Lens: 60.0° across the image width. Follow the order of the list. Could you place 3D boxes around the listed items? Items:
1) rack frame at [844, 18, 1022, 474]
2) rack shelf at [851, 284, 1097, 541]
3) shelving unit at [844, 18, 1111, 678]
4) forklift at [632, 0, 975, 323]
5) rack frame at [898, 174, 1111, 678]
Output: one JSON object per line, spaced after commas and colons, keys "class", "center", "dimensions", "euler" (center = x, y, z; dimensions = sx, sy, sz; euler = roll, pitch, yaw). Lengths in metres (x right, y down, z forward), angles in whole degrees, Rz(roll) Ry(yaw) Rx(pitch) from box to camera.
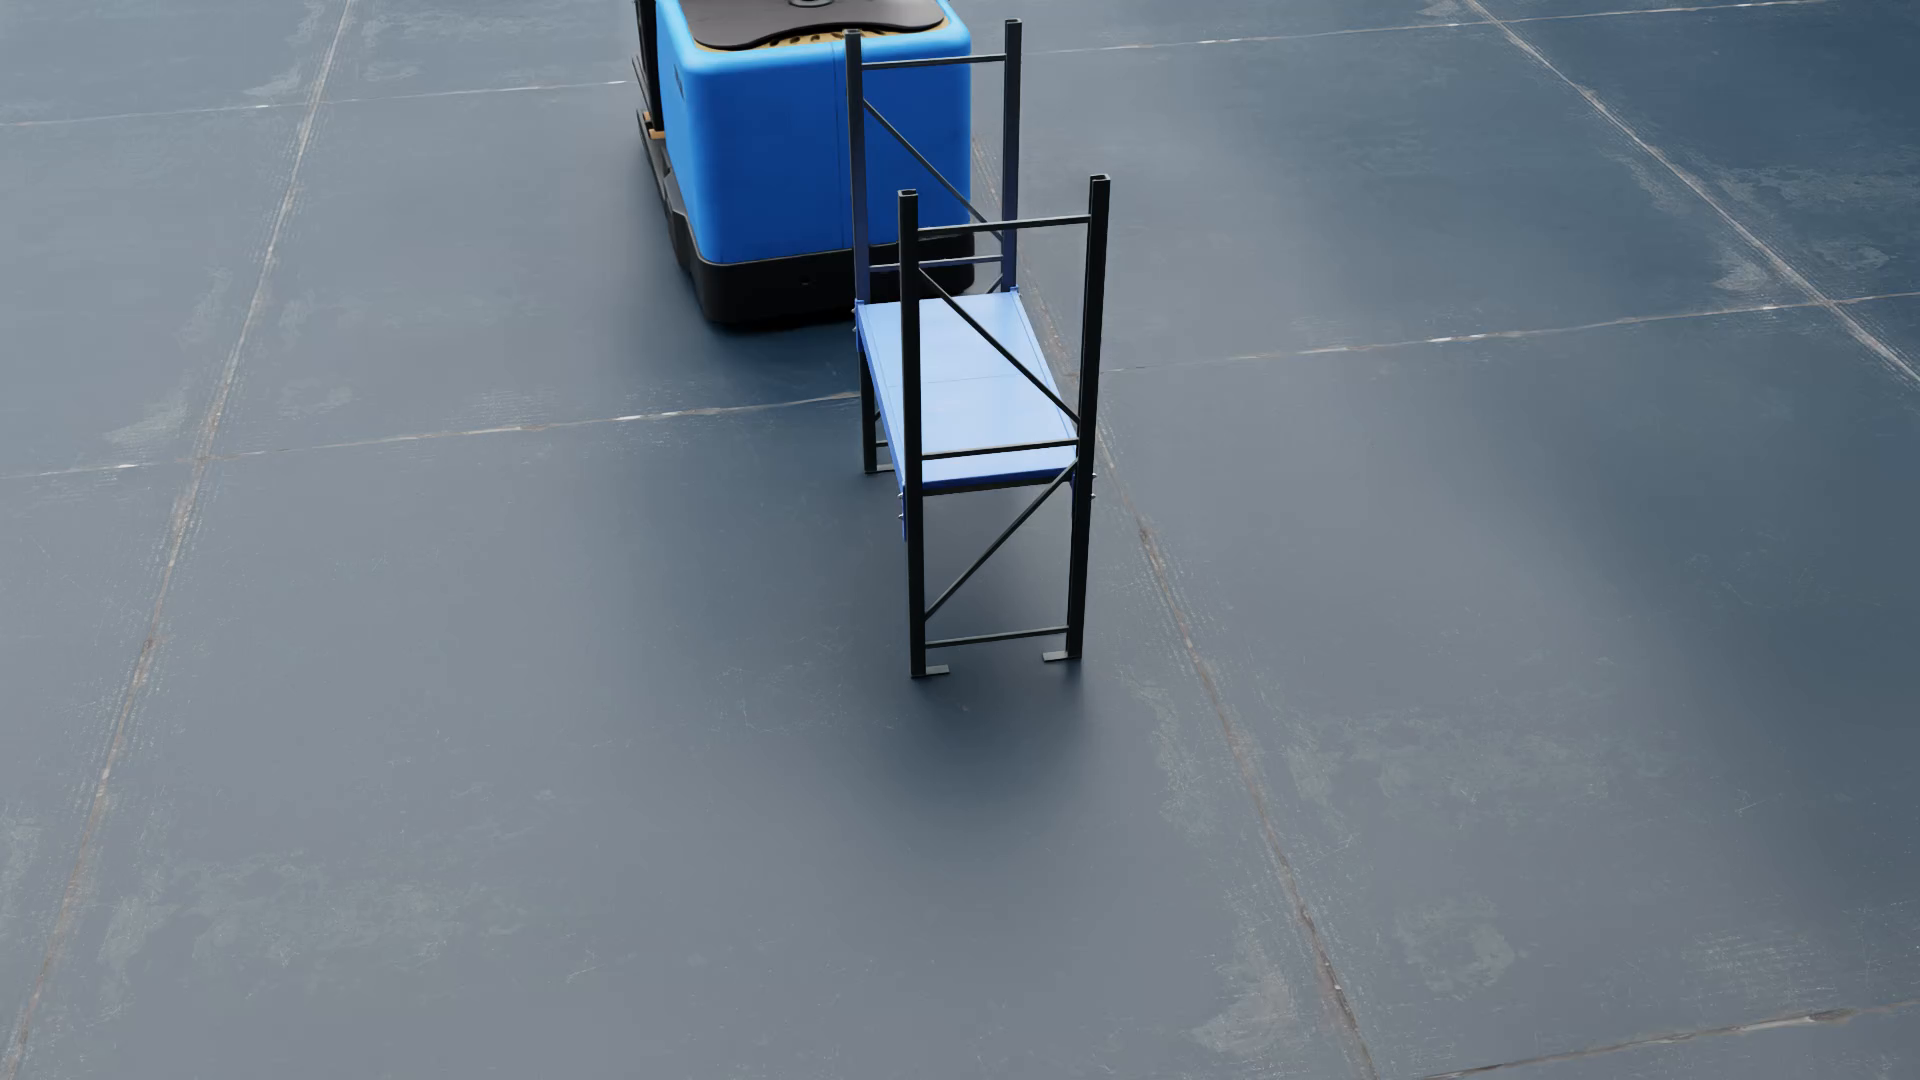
{"class": "rack frame", "center": [-0.074, -0.848, 5.119], "dimensions": [0.500, 1.500, 0.032], "euler": [-6, 38, -8]}
{"class": "rack shelf", "center": [0.015, -0.399, 4.834], "dimensions": [0.538, 0.185, 1.000], "euler": [-6, 38, -8]}
{"class": "shelving unit", "center": [0.015, -0.541, 4.724], "dimensions": [0.538, 1.500, 1.048], "euler": [-6, 38, -8]}
{"class": "forklift", "center": [-0.830, -2.871, 6.557], "dimensions": [1.130, 2.935, 3.031], "euler": [-10, 39, -12]}
{"class": "rack frame", "center": [0.104, -0.234, 4.328], "dimensions": [0.500, 1.500, 0.032], "euler": [-6, 38, -8]}
